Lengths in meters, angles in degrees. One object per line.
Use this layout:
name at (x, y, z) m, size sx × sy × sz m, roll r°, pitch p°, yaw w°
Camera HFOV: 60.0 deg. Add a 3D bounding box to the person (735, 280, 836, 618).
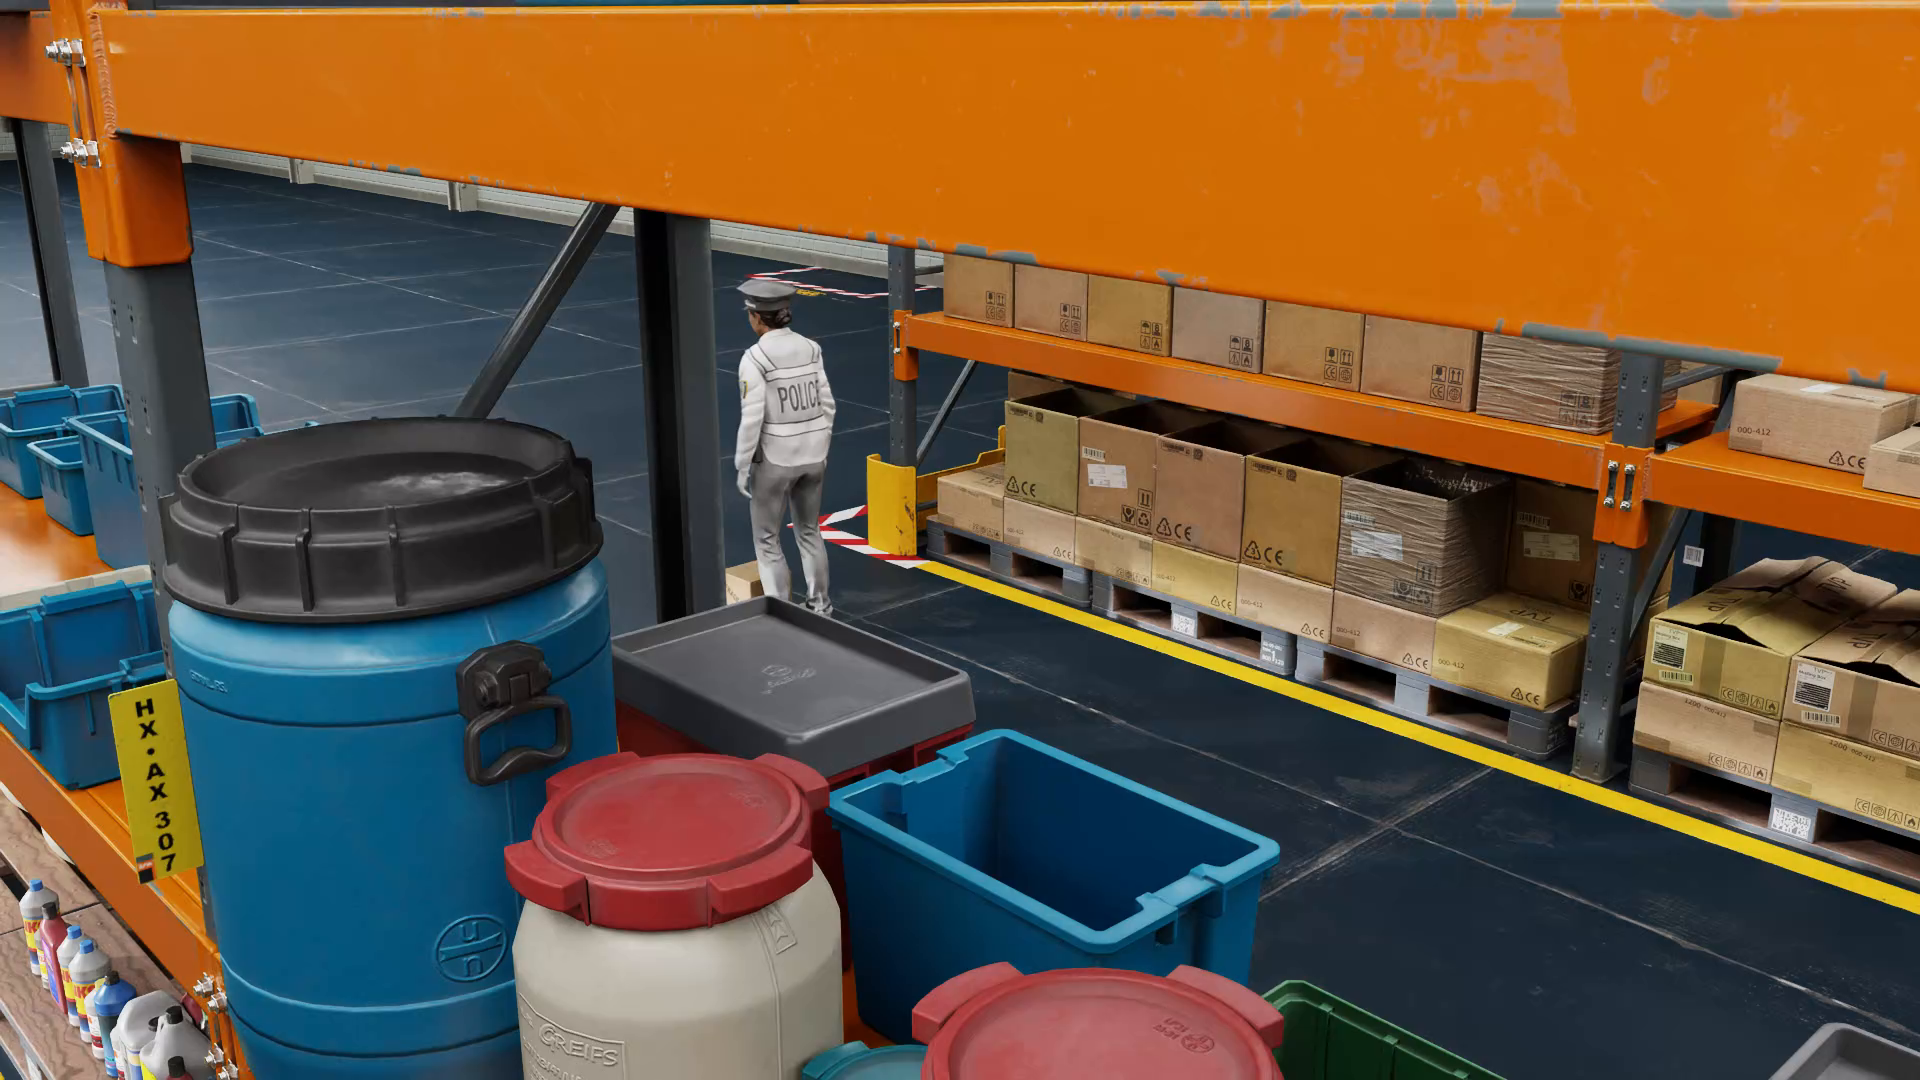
person at (-0.811, -0.356, 7.679) m, size 0.526 × 1.662 × 0.375 m, roll -16°, pitch 23°, yaw -41°
